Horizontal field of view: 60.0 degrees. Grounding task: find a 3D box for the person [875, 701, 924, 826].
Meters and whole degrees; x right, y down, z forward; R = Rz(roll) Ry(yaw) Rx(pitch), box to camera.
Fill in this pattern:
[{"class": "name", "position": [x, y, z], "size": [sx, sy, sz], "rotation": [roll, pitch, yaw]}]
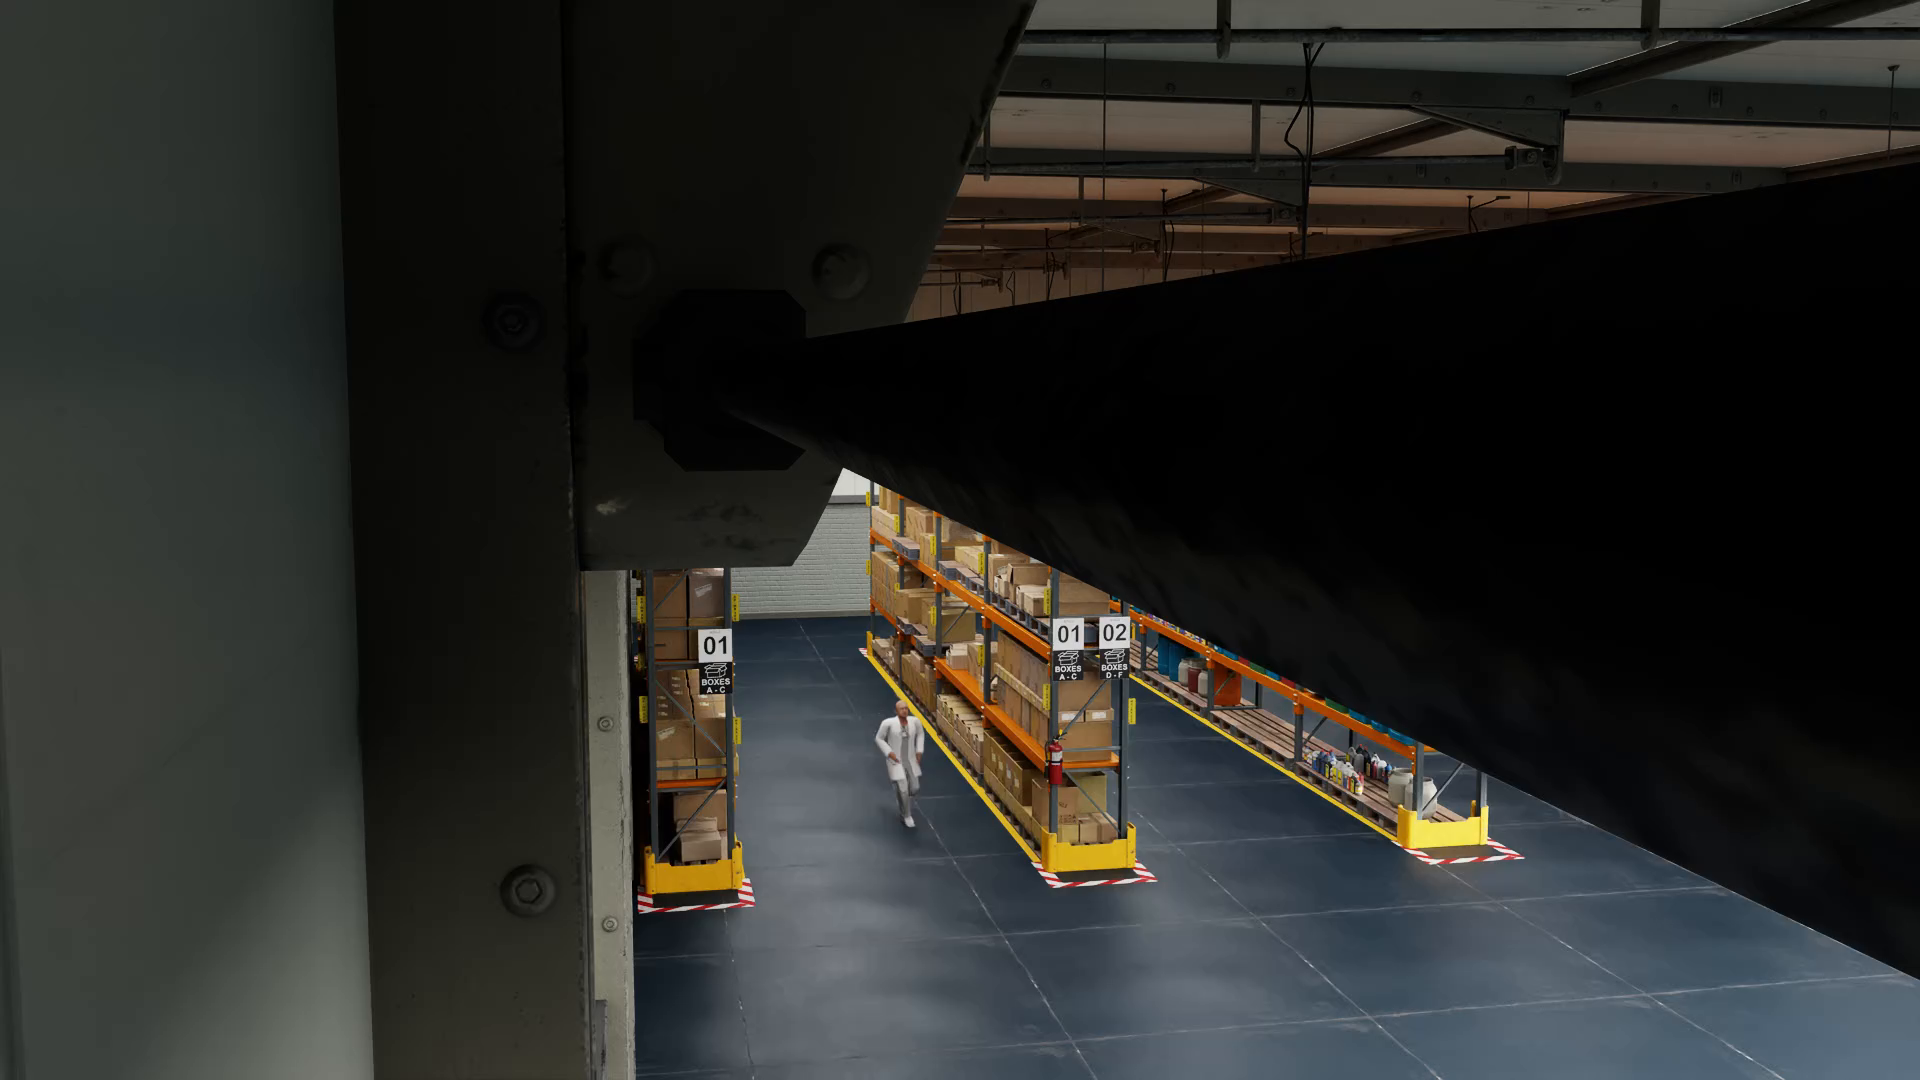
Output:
[{"class": "person", "position": [-0.824, 3.069, 23.074], "size": [0.729, 1.737, 0.627], "rotation": [-2, 6, -20]}]
